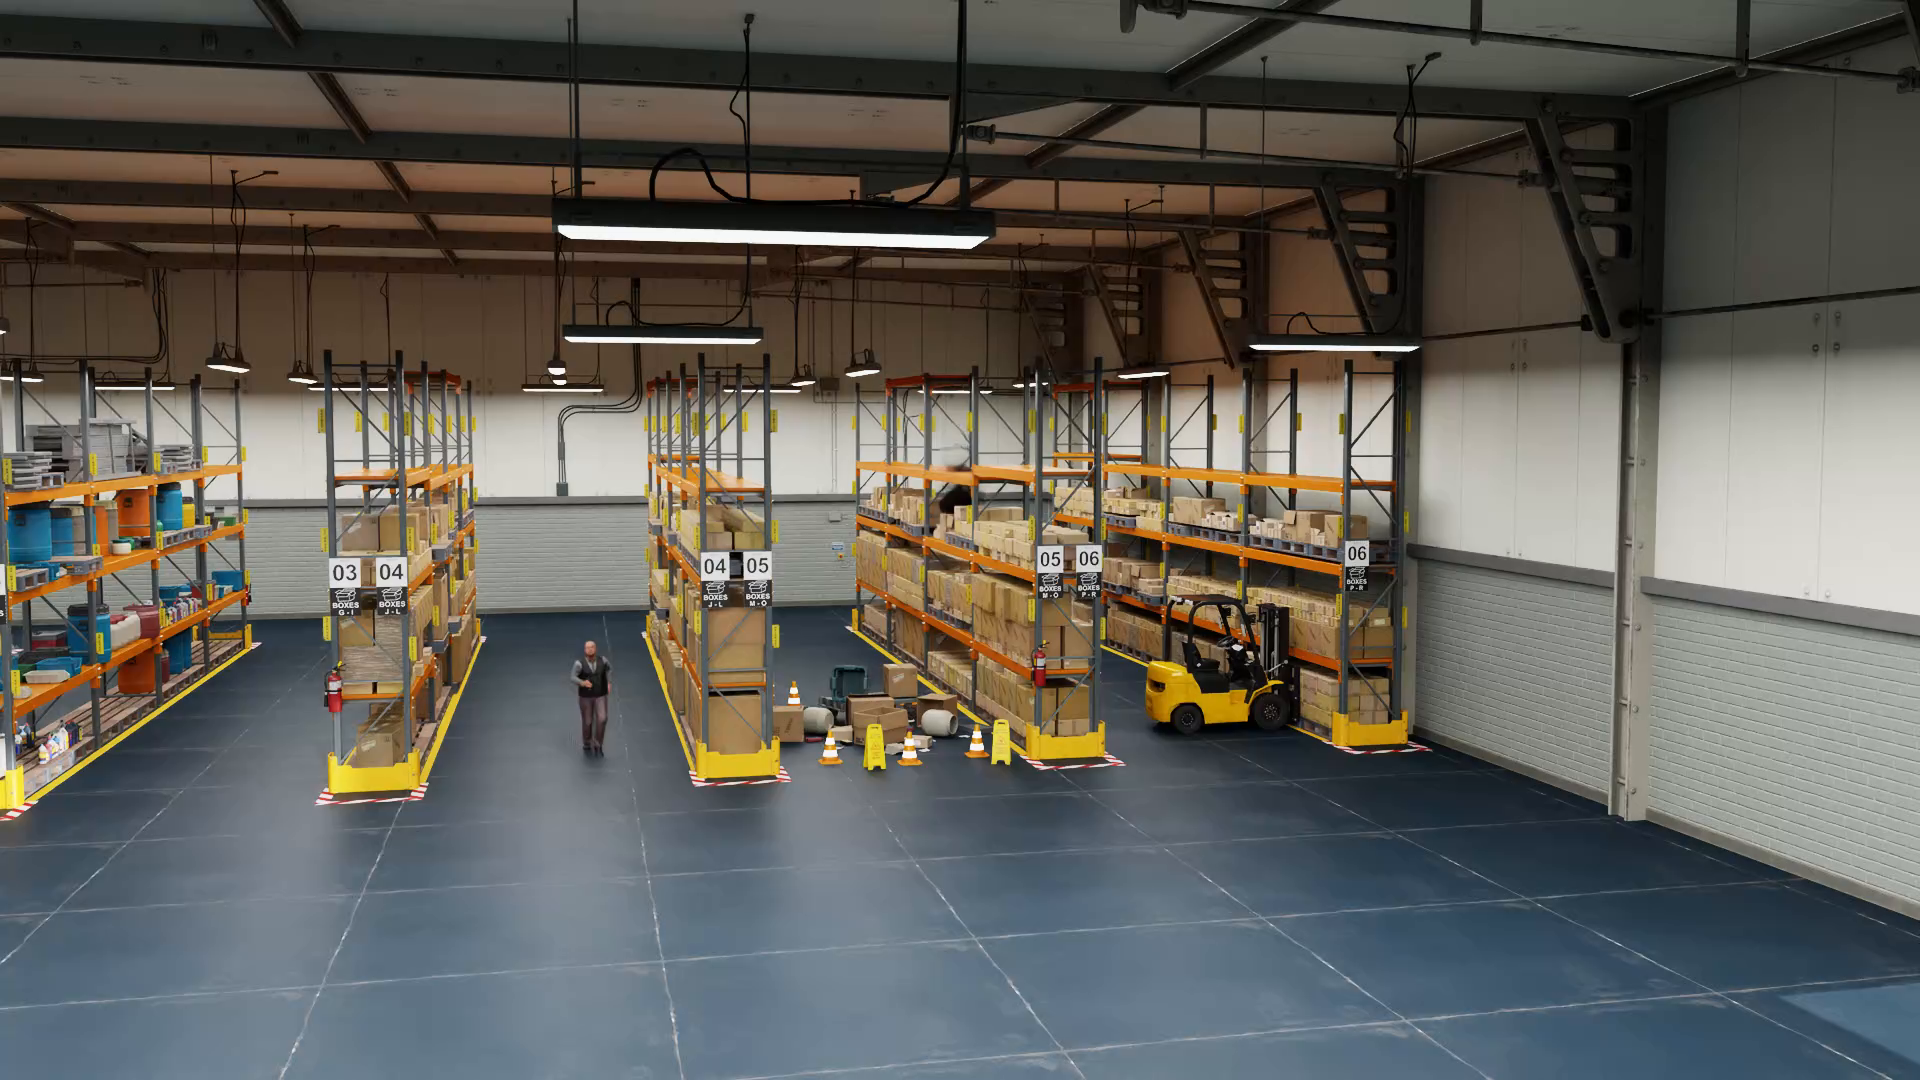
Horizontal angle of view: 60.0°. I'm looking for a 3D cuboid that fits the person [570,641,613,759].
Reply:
[{"bbox_3d":[-5.560,2.409,25.143,0.658,1.770,0.734,-1,4,-16],"label":"person"}]
